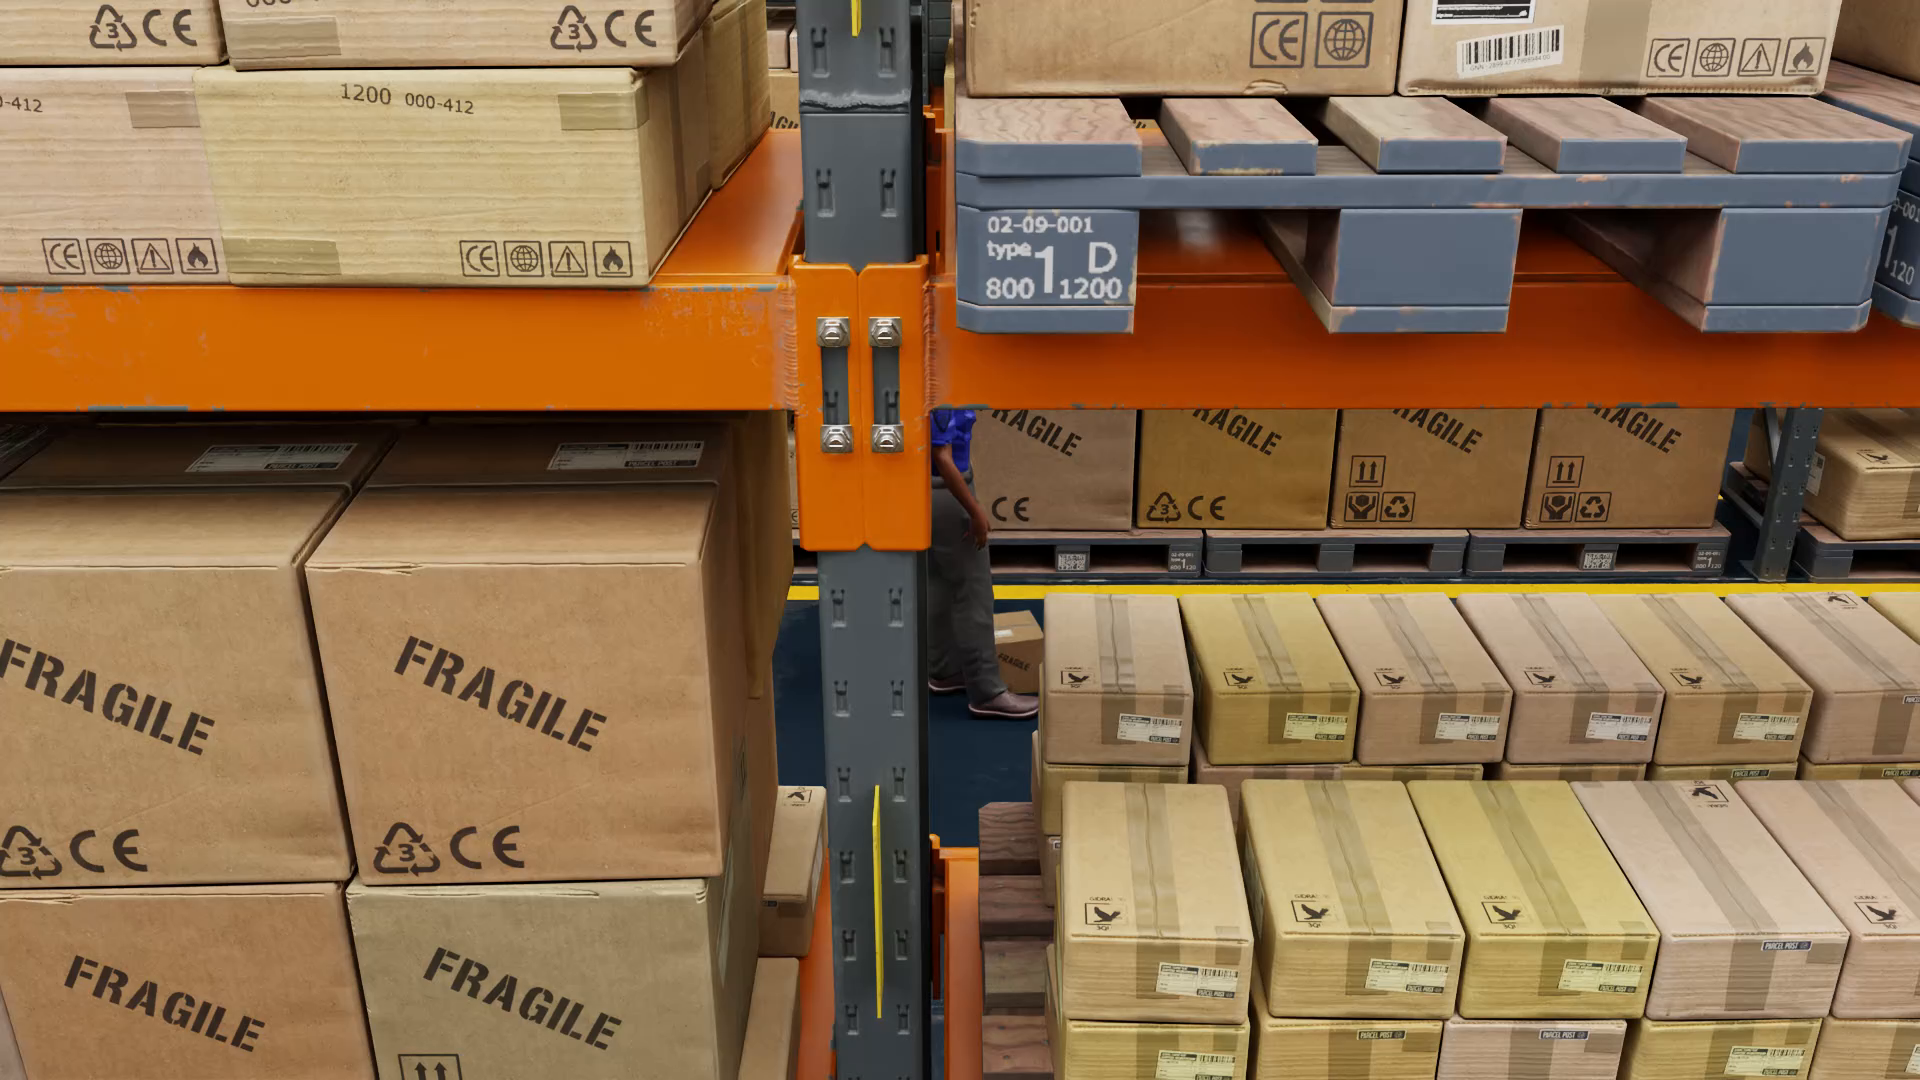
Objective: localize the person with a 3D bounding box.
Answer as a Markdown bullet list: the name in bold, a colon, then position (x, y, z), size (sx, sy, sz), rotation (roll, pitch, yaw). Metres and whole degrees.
- **person**: position (0.030, -0.139, 6.399), size (0.505, 1.654, 0.547), rotation (-6, 25, -13)
